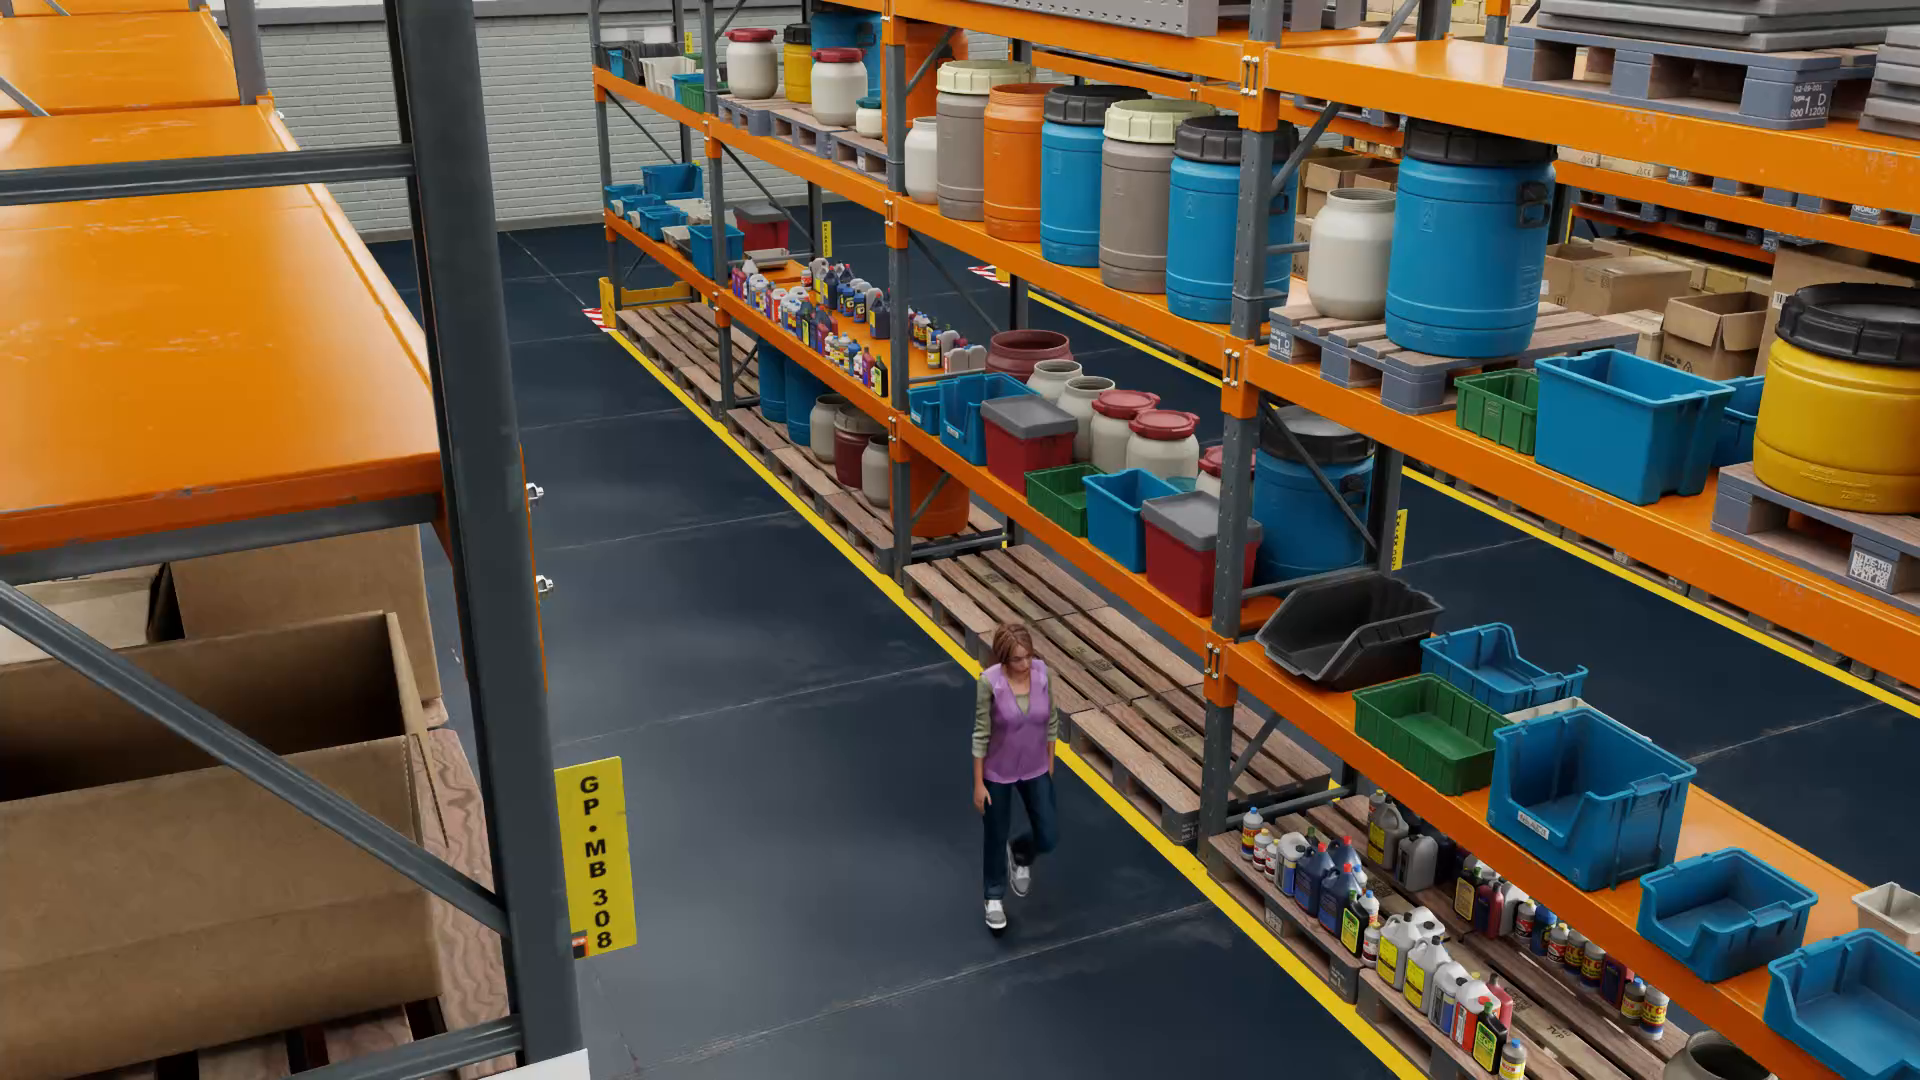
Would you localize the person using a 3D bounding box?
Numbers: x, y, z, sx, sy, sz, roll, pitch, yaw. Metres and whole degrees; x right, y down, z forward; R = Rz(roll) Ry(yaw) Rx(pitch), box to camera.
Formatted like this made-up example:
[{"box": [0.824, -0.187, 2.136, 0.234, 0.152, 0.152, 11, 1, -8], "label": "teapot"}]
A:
[{"box": [0.254, 1.097, 7.942, 0.459, 1.583, 0.443, -5, 23, -13], "label": "person"}]
